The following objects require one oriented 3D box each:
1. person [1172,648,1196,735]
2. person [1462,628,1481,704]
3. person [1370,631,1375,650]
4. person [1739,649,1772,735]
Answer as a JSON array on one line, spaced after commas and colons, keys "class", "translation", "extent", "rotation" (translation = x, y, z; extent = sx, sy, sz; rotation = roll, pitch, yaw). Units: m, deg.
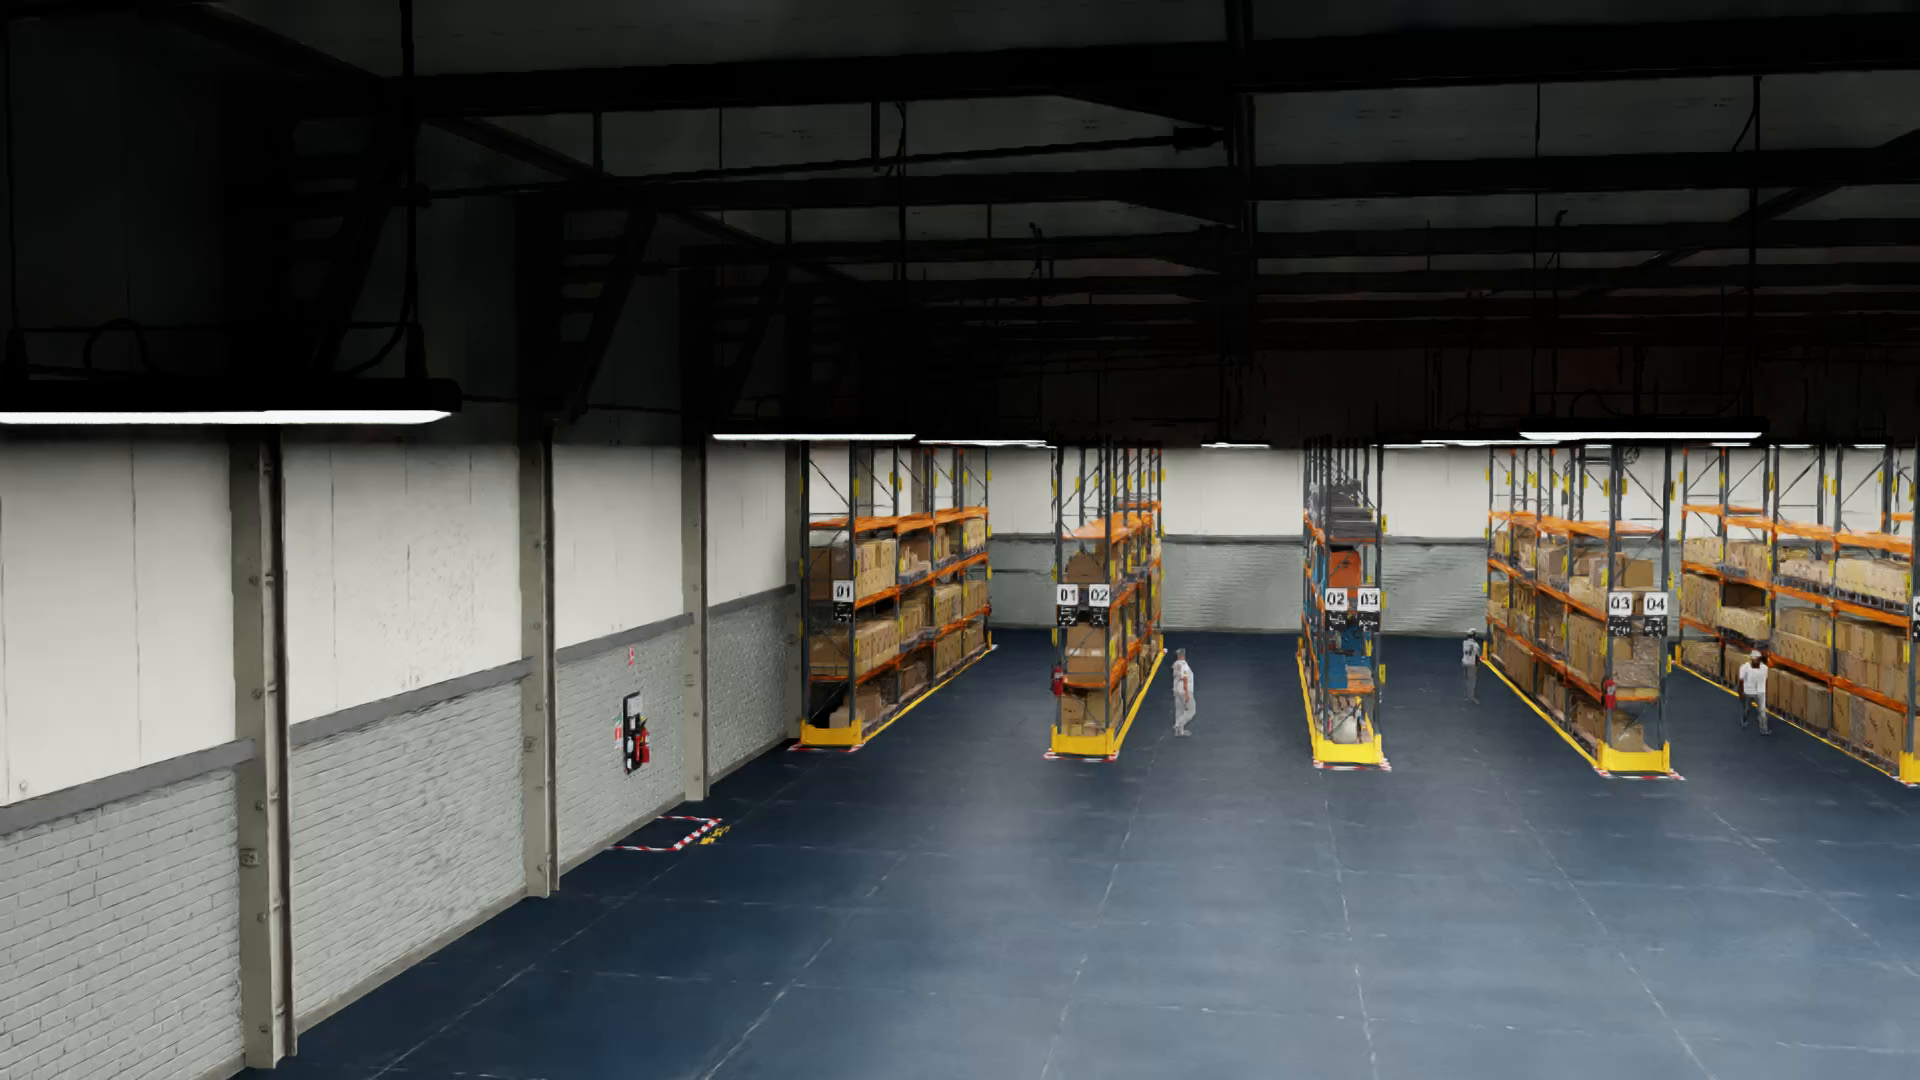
[{"class": "person", "translation": [4.444, 3.043, 33.303], "extent": [0.468, 1.755, 0.580], "rotation": [-1, 3, -17]}, {"class": "person", "translation": [11.598, 2.839, 37.655], "extent": [0.416, 1.679, 0.507], "rotation": [-1, 3, -20]}, {"class": "person", "translation": [11.657, 2.358, 47.067], "extent": [0.497, 1.625, 0.988], "rotation": [0, 3, 9]}, {"class": "person", "translation": [16.040, 3.049, 33.595], "extent": [0.577, 1.691, 1.121], "rotation": [1, 3, 12]}]
